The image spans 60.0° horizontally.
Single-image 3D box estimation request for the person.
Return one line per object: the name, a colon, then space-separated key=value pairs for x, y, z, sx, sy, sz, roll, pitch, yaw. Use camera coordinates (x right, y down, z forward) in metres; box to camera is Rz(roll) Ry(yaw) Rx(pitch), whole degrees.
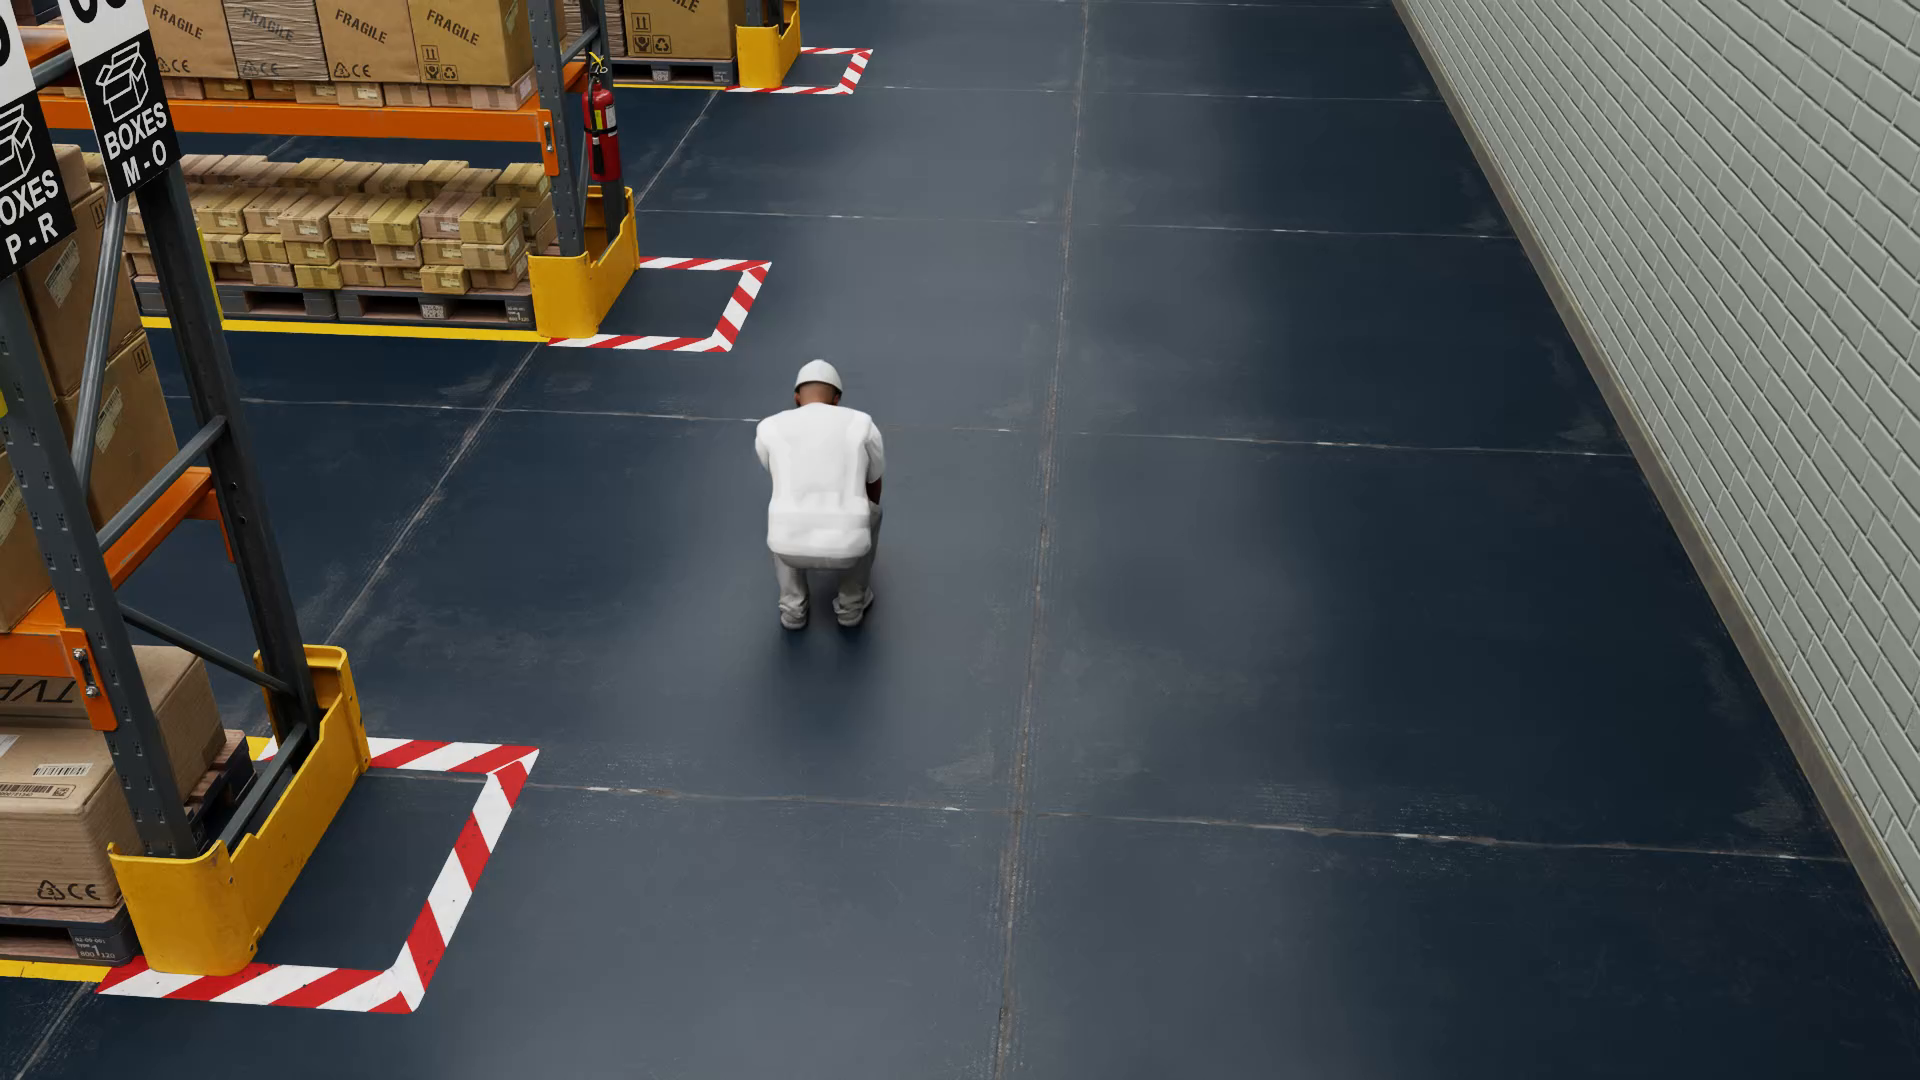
person: x=-0.605 y=-0.178 z=7.127 sx=0.542 sy=1.011 sz=0.903 roll=2 pitch=32 yaw=3
